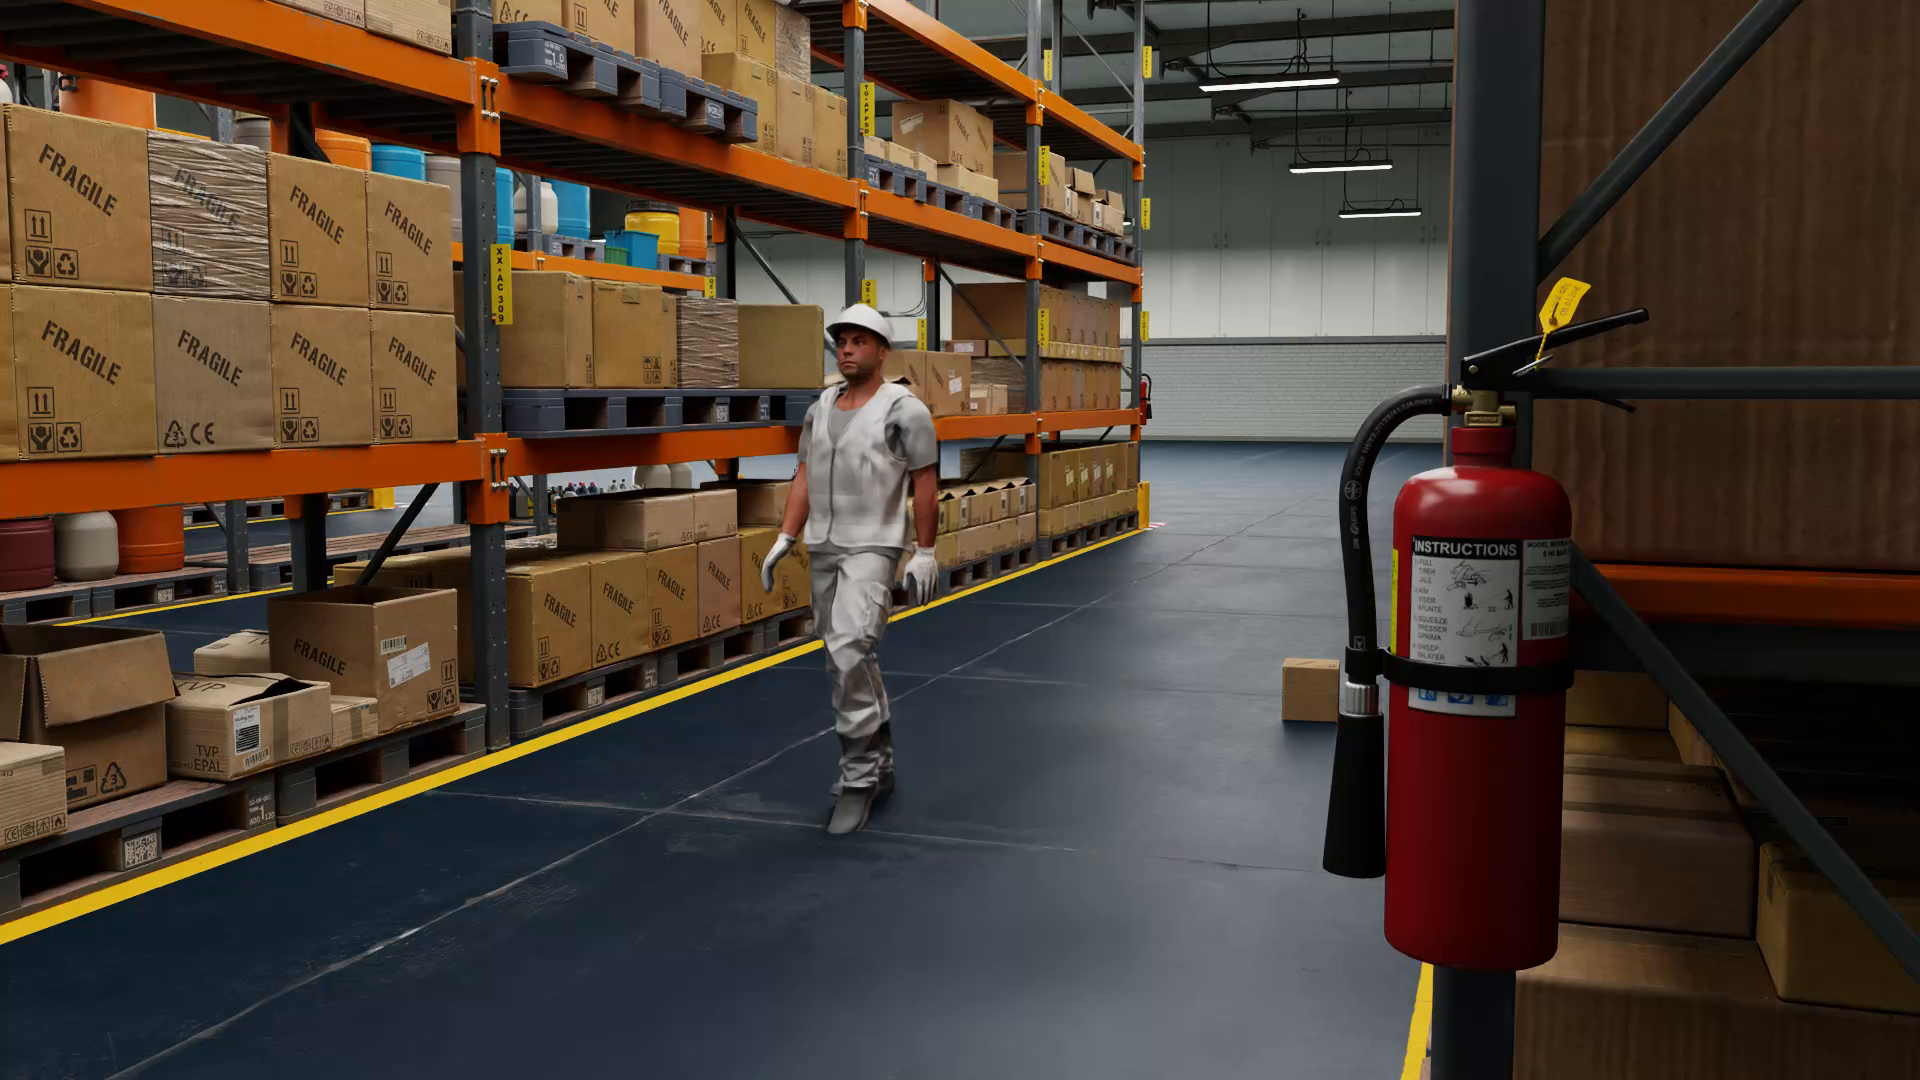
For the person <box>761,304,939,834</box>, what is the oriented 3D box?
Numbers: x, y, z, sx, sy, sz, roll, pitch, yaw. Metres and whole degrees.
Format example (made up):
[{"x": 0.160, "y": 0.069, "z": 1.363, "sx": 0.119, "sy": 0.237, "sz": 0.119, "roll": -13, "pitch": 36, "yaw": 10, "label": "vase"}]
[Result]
[{"x": -0.398, "y": 0.090, "z": 5.869, "sx": 0.538, "sy": 1.841, "sz": 0.528, "roll": 4, "pitch": 6, "yaw": 37, "label": "person"}]
